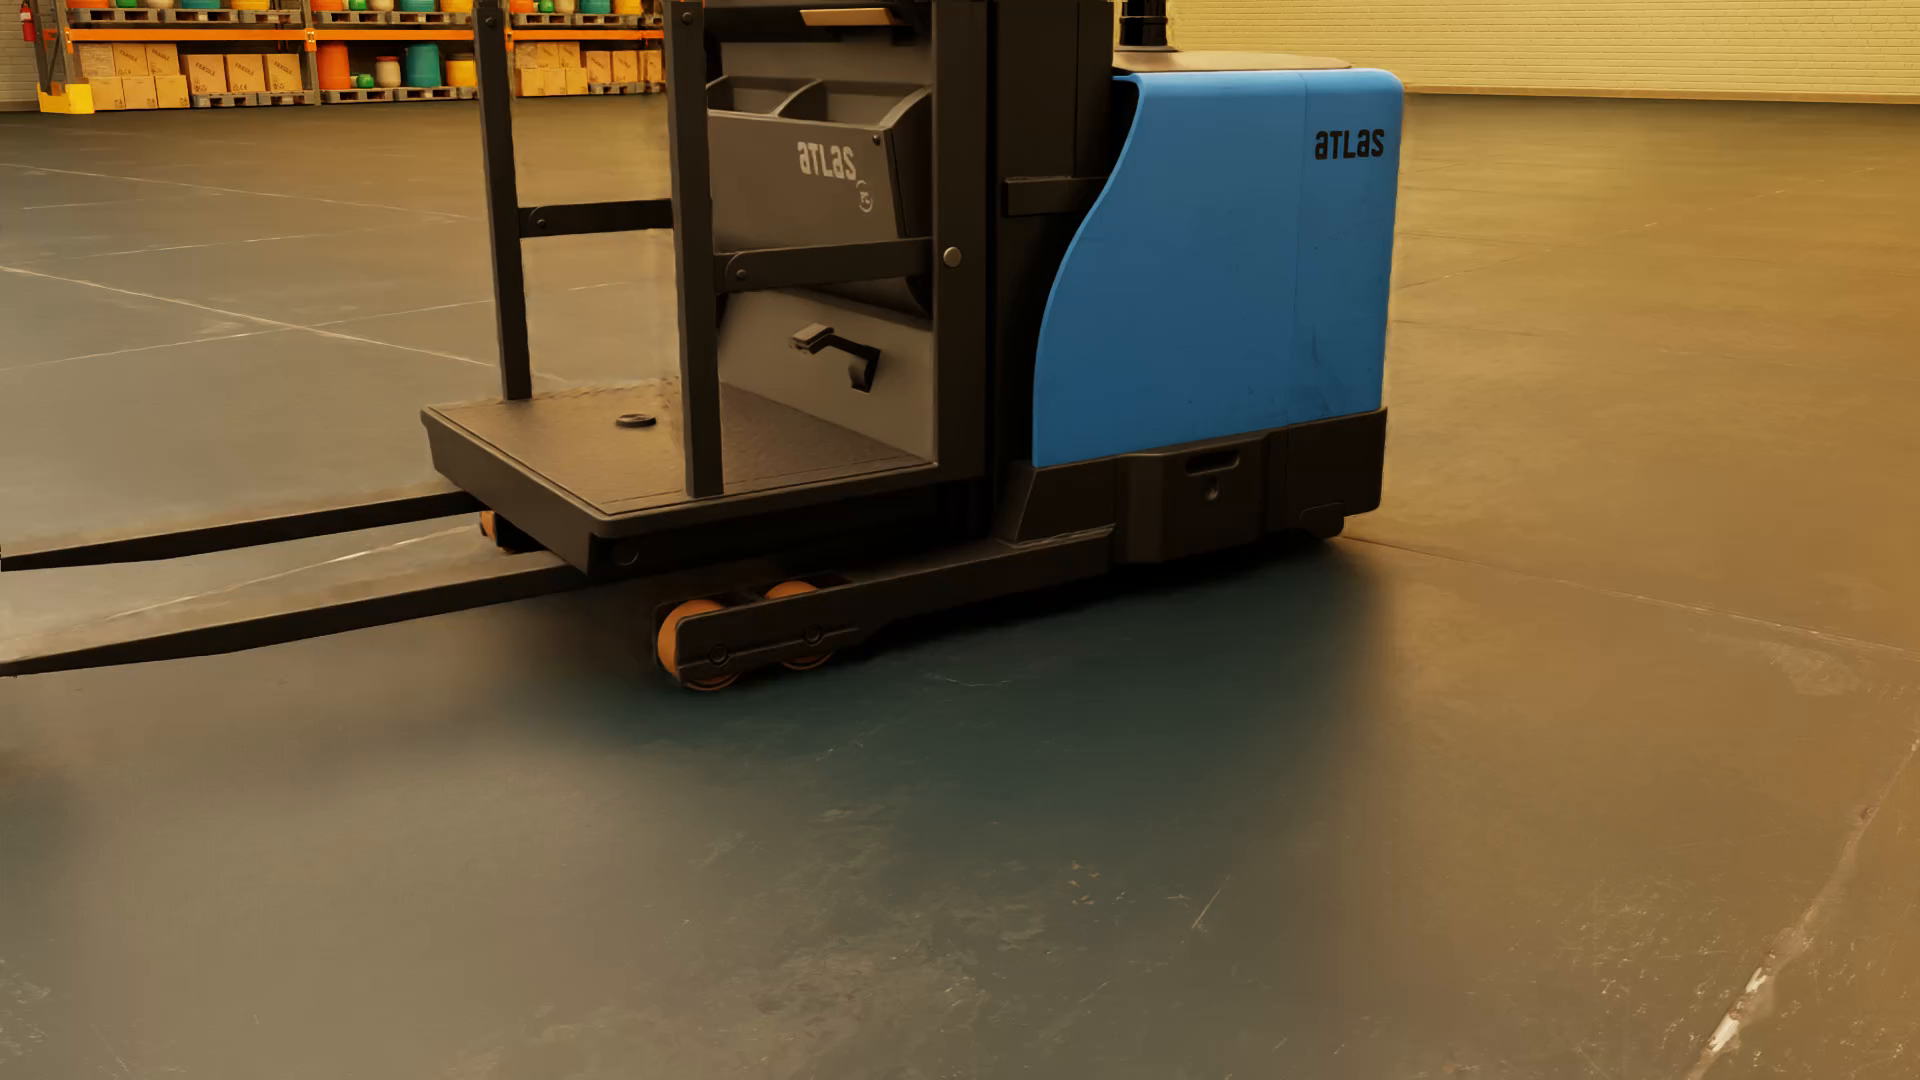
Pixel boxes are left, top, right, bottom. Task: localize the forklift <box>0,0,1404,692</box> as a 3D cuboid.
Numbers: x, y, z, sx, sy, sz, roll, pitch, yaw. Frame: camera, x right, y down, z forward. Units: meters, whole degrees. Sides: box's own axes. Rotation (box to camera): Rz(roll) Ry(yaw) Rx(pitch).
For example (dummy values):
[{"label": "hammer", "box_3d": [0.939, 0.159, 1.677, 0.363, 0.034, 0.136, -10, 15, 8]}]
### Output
[{"label": "forklift", "box_3d": [-0.507, -1.300, 3.180, 3.031, 2.935, 1.130, -11, 20, -32]}]
